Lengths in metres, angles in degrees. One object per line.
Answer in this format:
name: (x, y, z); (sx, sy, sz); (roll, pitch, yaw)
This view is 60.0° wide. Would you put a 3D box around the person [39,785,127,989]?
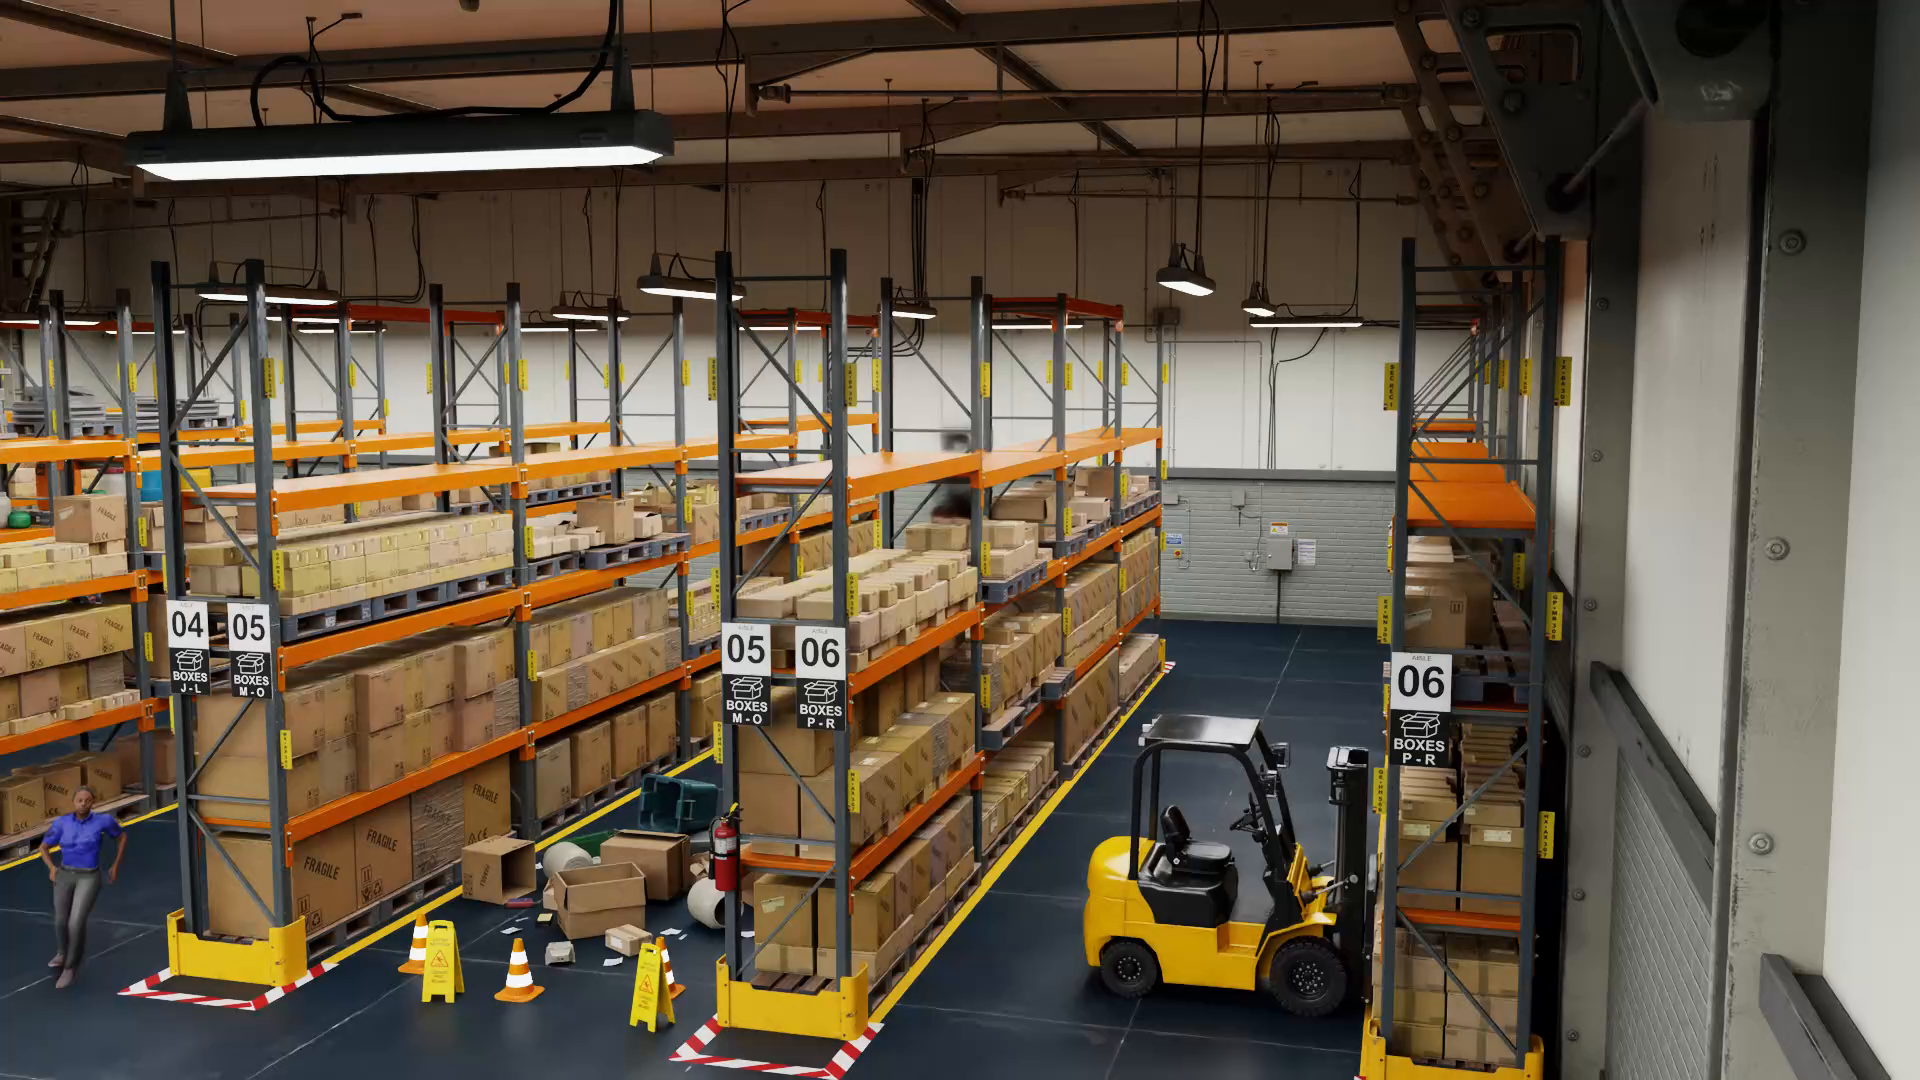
person: (-7.416, 2.891, 14.030); (0.662, 1.671, 0.676); (-1, 6, -12)
